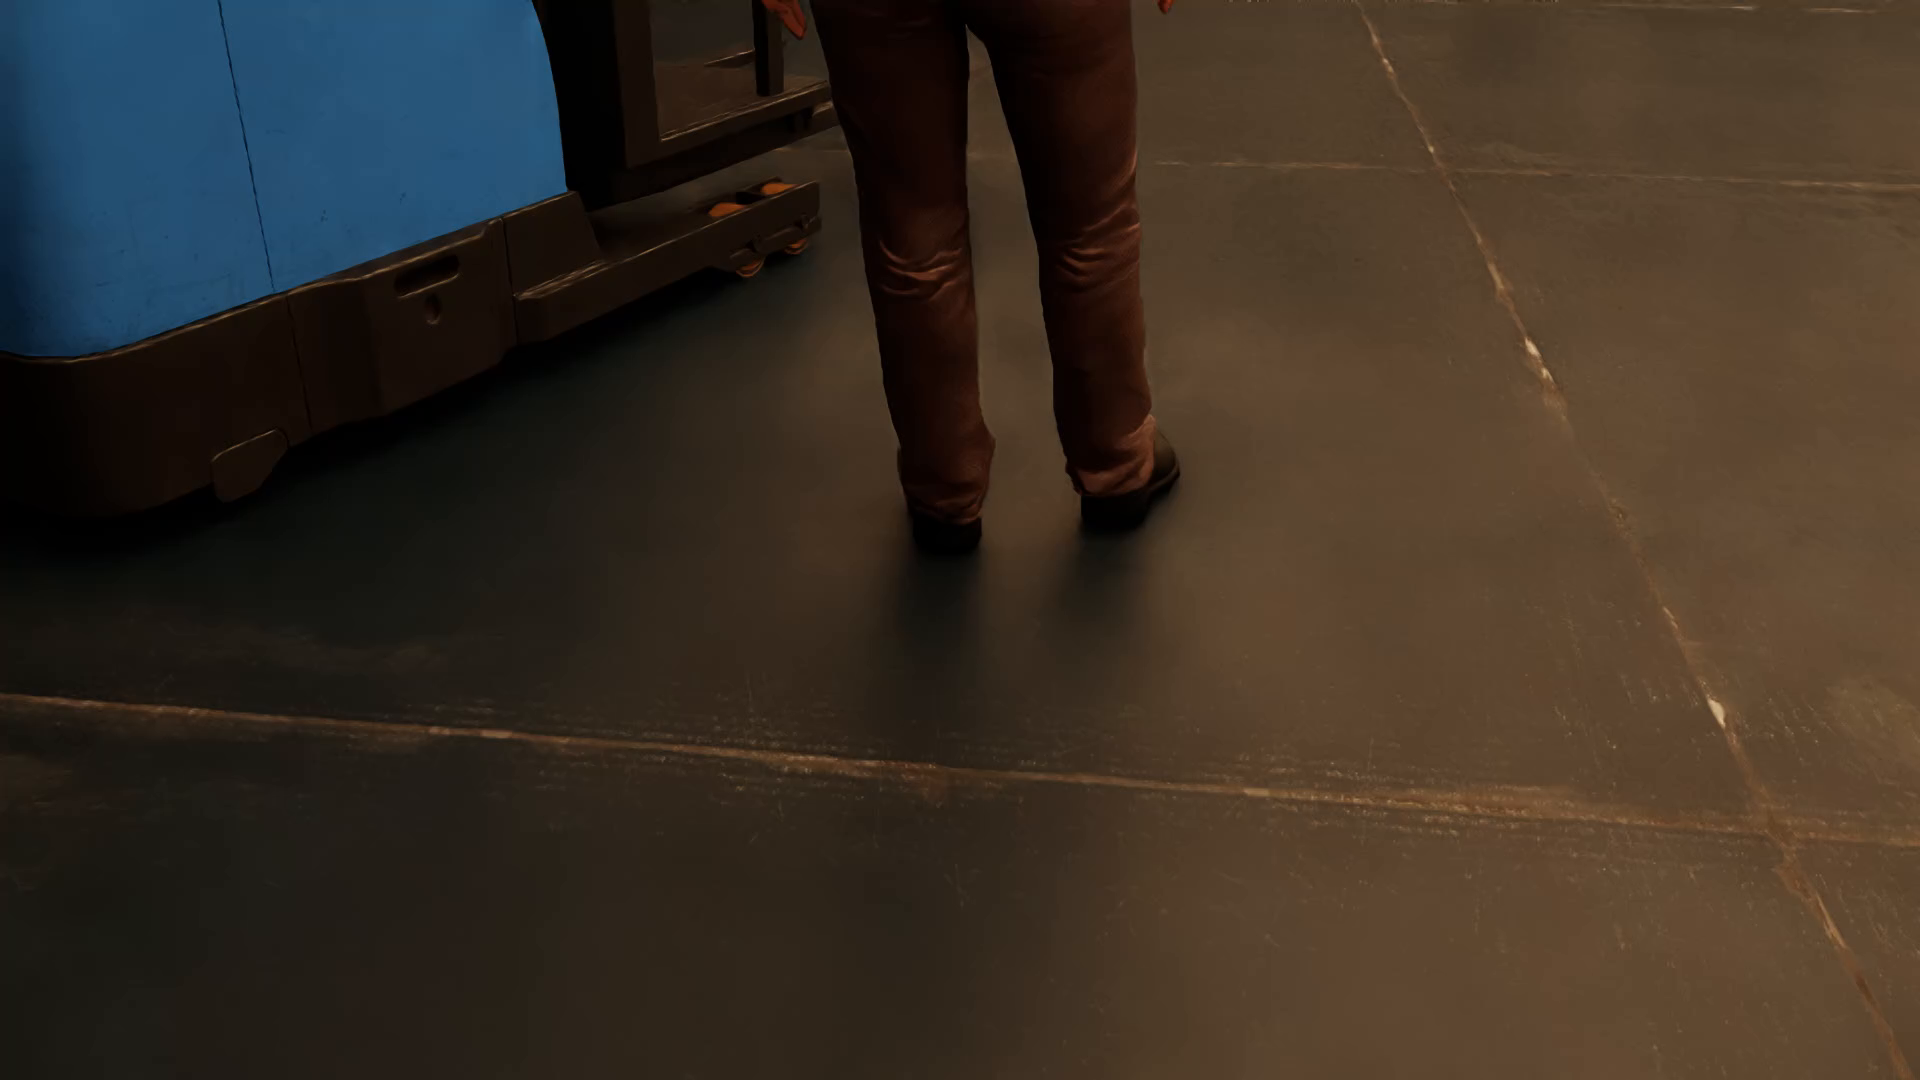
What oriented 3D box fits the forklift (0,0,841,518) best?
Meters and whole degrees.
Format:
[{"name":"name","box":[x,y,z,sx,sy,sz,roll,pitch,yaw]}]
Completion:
[{"name":"forklift","box":[-0.976,-1.968,3.162,1.130,2.935,3.031,13,29,24]}]

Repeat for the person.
[{"name":"person","box":[0.016,-0.804,2.167,0.632,1.720,0.567,3,27,7]}]
